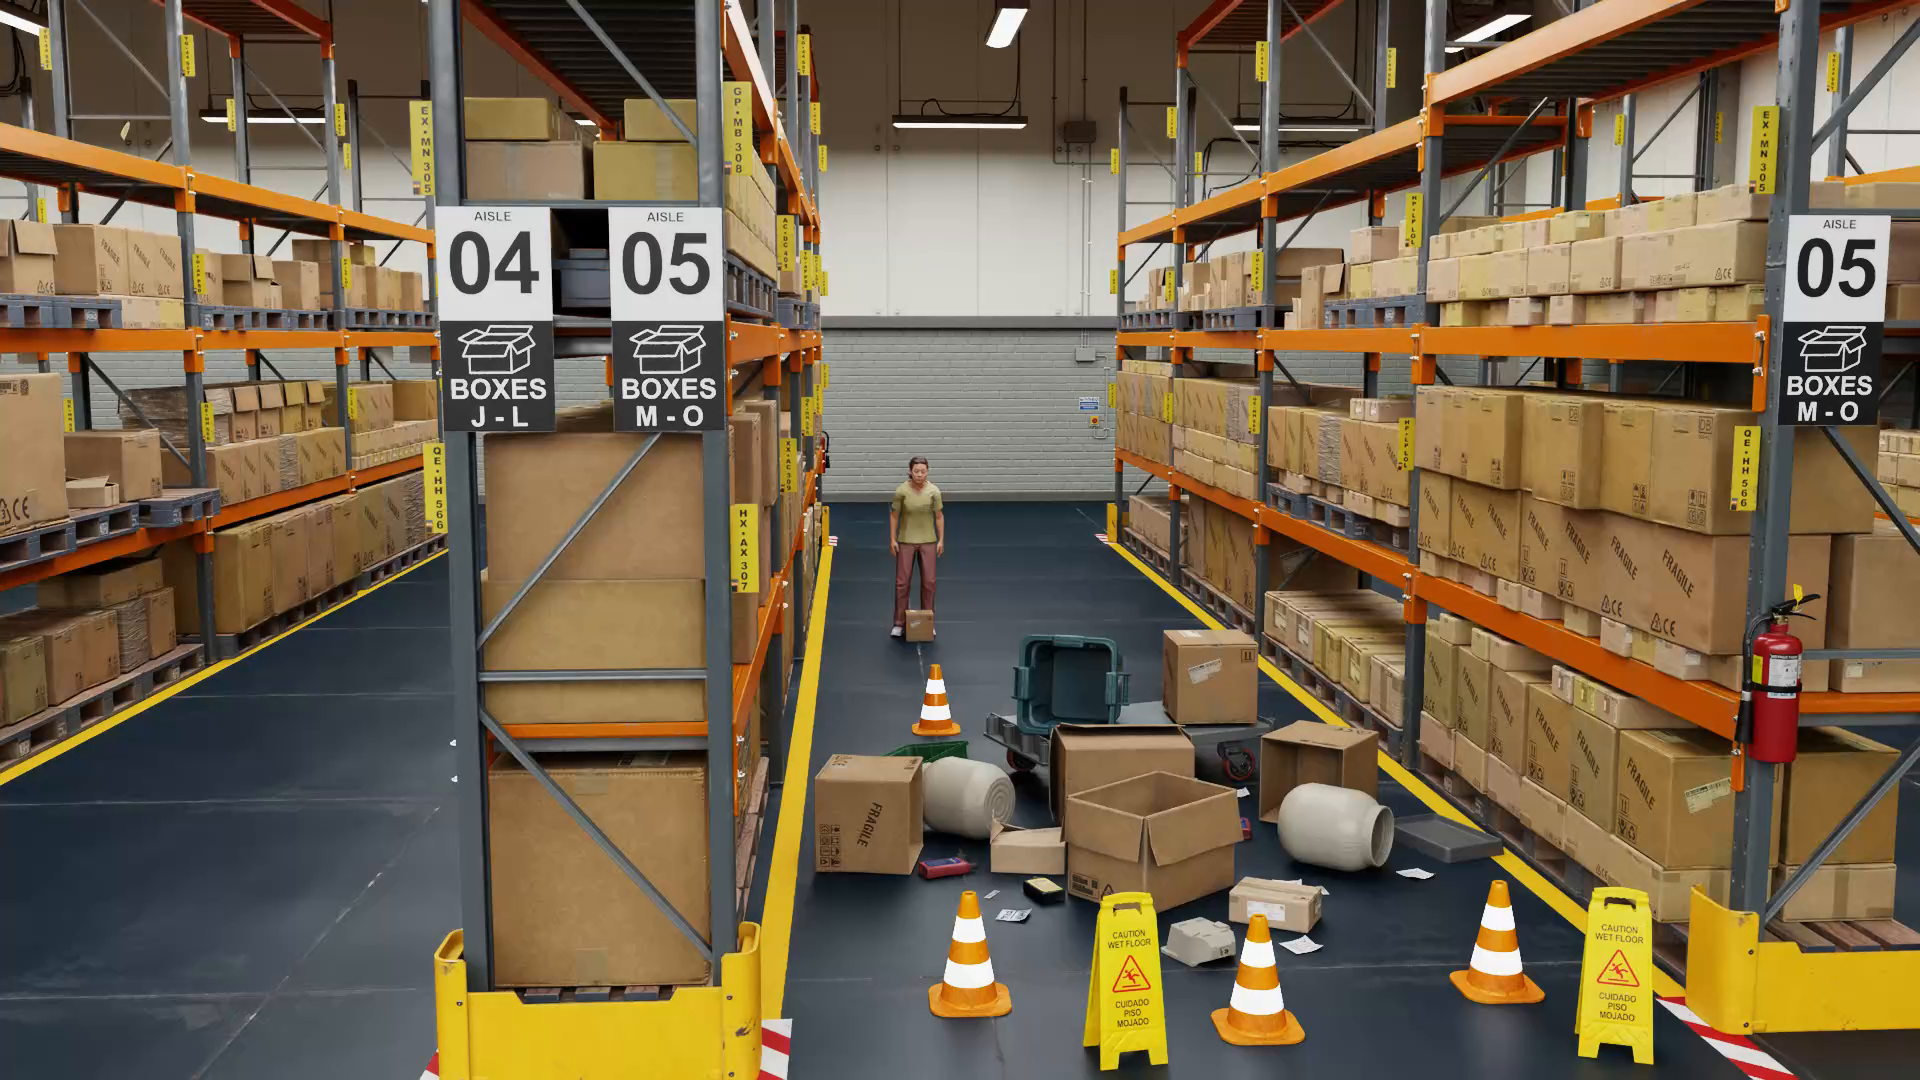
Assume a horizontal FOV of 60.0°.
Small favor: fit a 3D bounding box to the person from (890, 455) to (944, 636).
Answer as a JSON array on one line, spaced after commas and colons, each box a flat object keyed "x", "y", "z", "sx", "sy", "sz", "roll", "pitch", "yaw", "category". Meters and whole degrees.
[{"x": -0.395, "y": 0.057, "z": 15.371, "sx": 0.505, "sy": 1.652, "sz": 0.351, "roll": -1, "pitch": 7, "yaw": -5, "category": "person"}]
